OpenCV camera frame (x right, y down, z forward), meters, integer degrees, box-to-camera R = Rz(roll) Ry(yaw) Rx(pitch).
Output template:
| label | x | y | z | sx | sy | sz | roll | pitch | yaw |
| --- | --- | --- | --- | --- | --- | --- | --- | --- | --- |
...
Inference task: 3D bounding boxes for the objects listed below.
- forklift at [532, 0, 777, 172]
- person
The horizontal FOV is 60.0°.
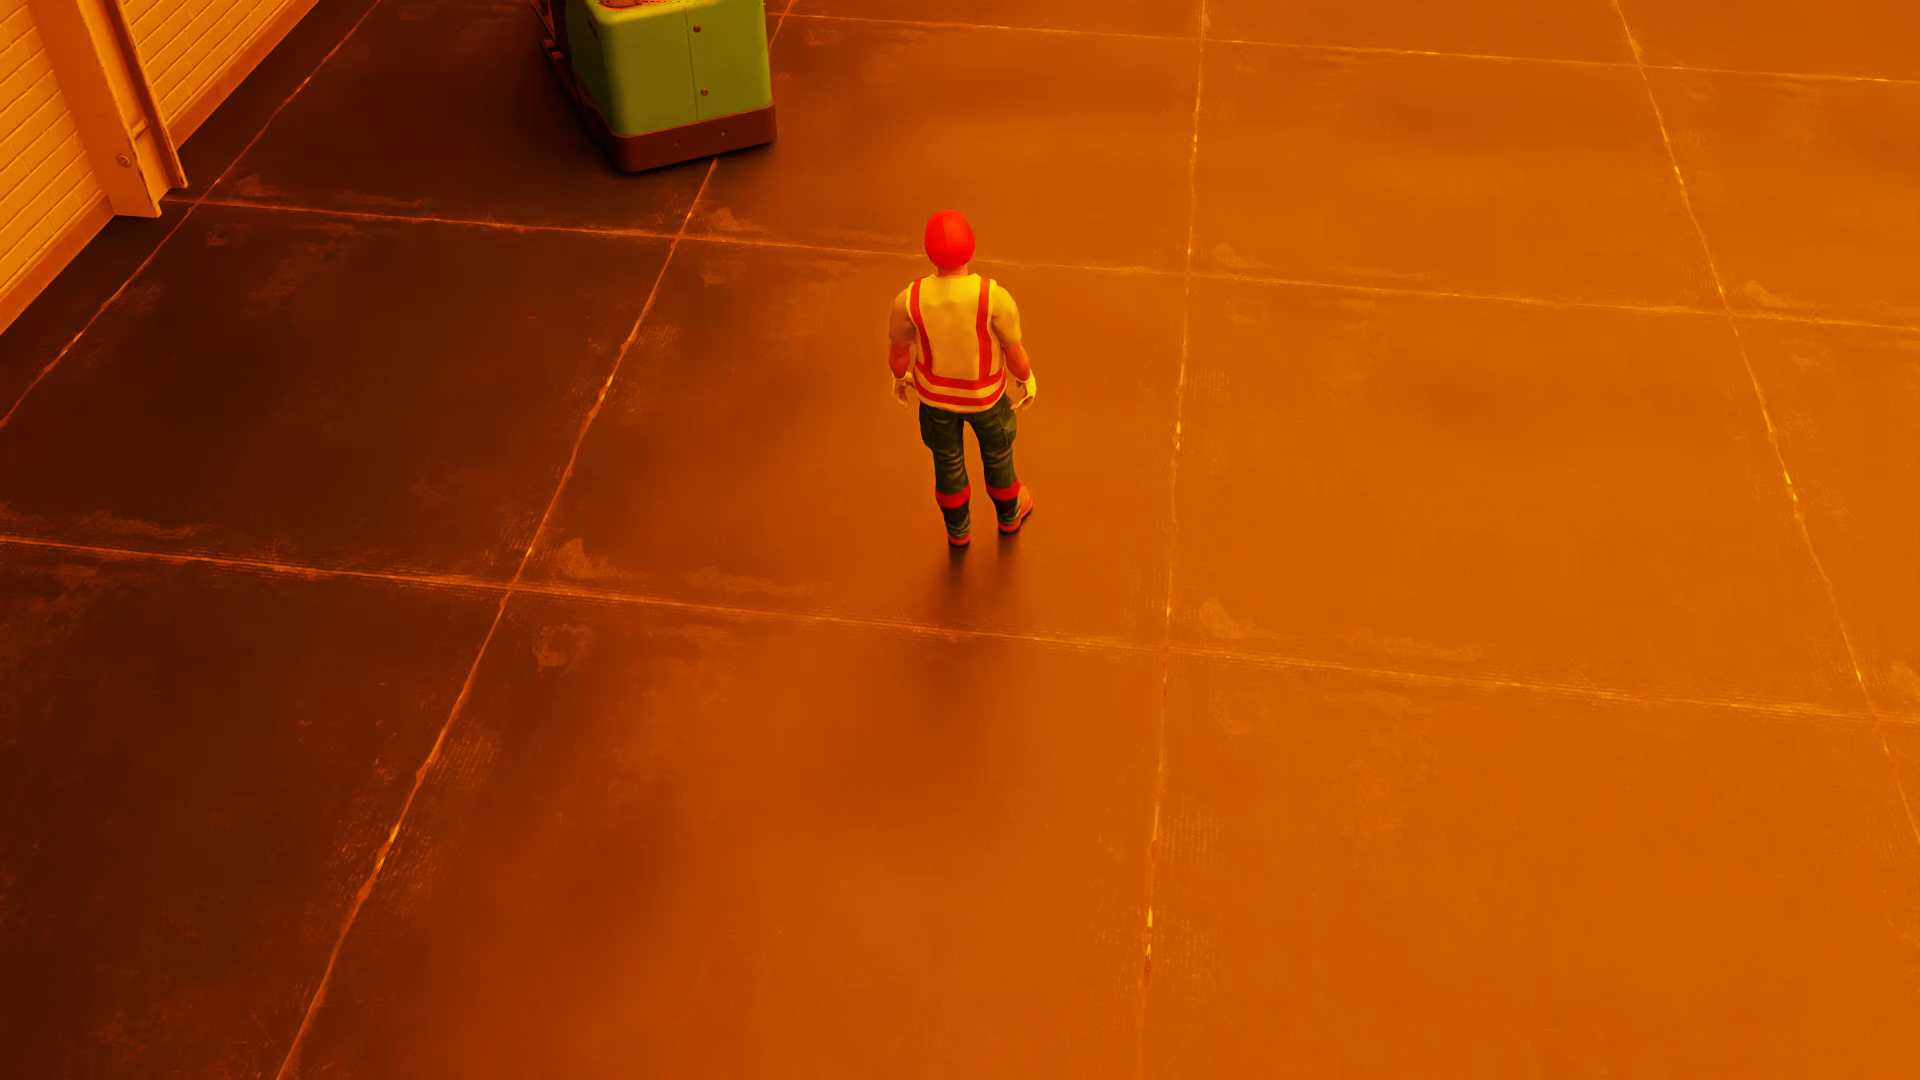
| label | x | y | z | sx | sy | sz | roll | pitch | yaw |
| --- | --- | --- | --- | --- | --- | --- | --- | --- | --- |
| forklift | -2.239 | -4.350 | 10.460 | 1.130 | 2.935 | 3.031 | -17 | 45 | -18 |
| person | 0.023 | -0.717 | 7.338 | 0.637 | 1.787 | 0.564 | 5 | 43 | 6 |
